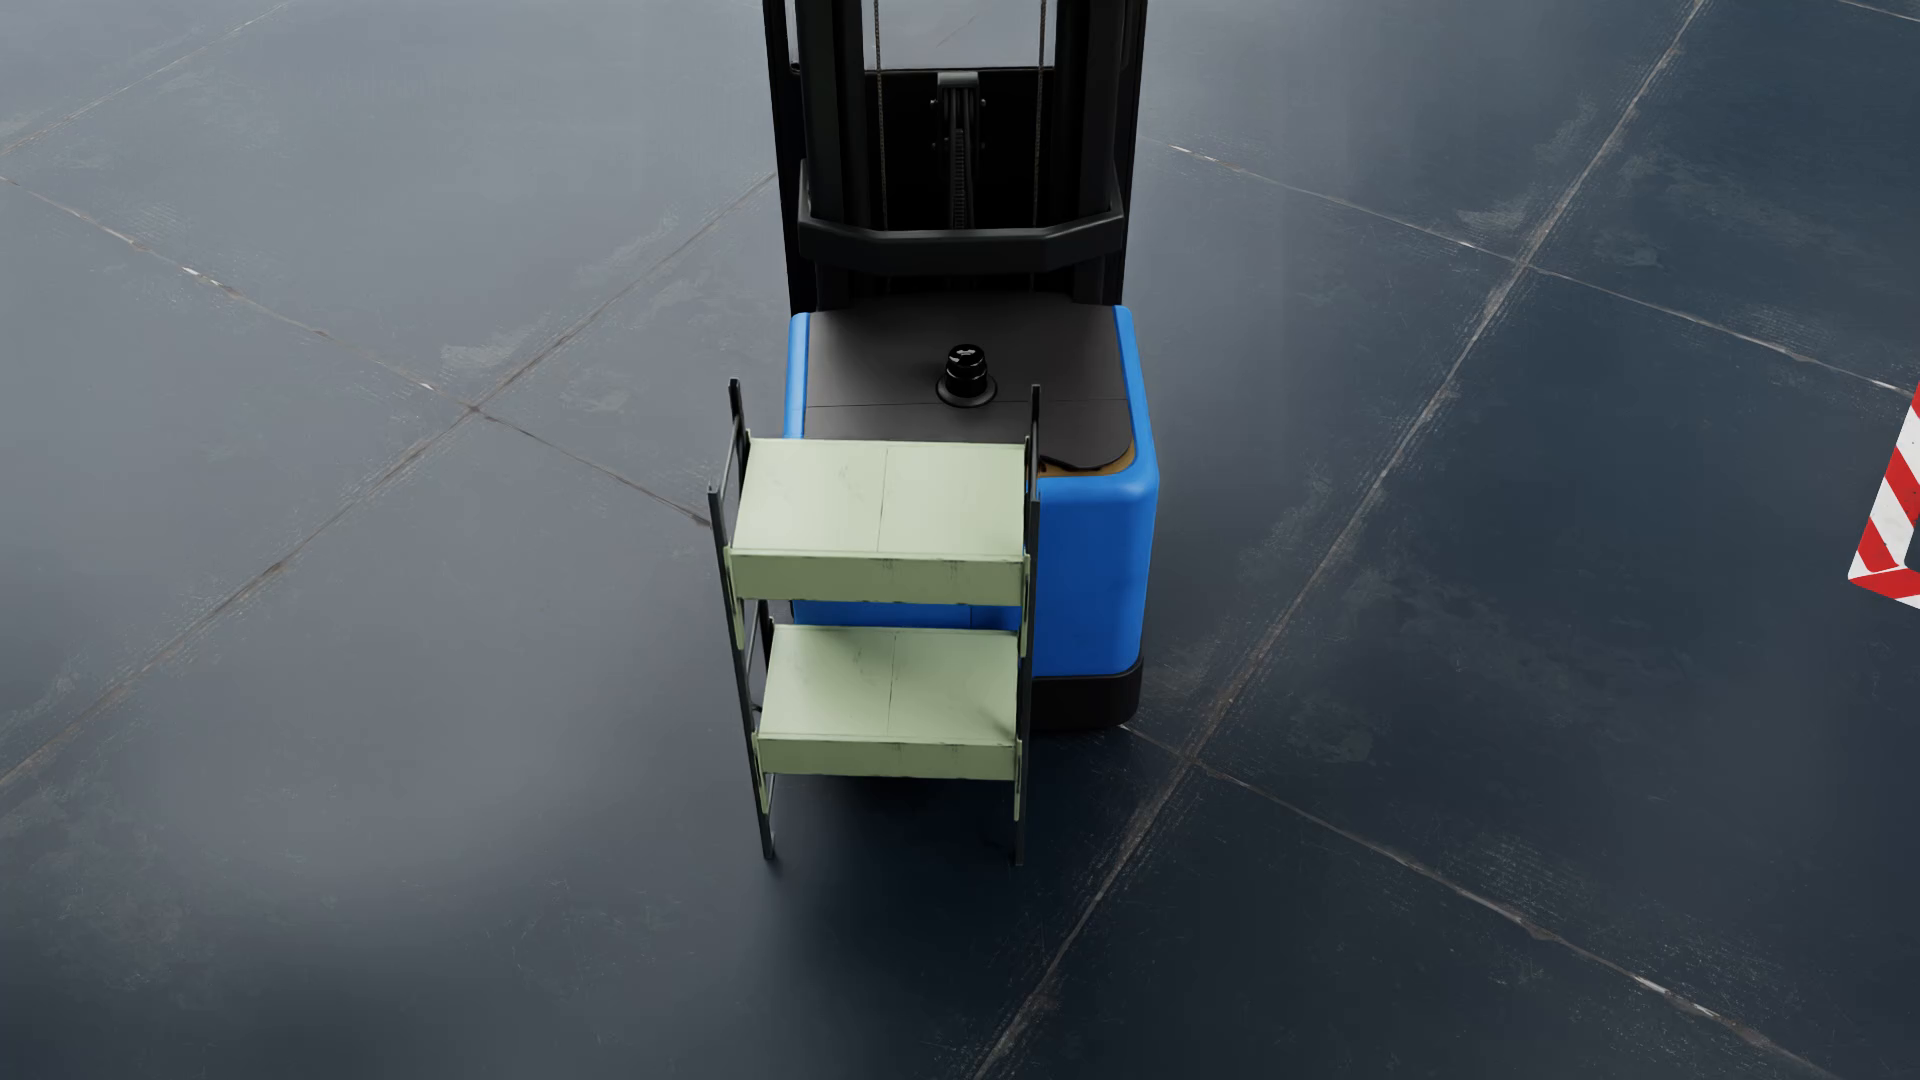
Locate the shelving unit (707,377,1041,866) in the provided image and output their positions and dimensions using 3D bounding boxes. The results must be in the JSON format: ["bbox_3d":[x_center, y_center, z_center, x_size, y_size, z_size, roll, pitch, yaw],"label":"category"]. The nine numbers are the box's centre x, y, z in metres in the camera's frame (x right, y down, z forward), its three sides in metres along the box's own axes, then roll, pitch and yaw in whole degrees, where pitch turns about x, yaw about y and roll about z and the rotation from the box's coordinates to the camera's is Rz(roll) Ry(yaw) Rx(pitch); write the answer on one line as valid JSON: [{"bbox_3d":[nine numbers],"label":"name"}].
[{"bbox_3d":[-0.188,0.276,4.433,0.755,1.500,0.431,1,46,1],"label":"shelving unit"}]

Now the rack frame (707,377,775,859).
[{"bbox_3d":[-0.554,0.267,4.442,0.023,1.500,0.400,1,46,1],"label":"rack frame"}]

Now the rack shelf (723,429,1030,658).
[{"bbox_3d":[-0.188,0.007,4.150,0.720,0.370,0.431,1,46,1],"label":"rack shelf"}]

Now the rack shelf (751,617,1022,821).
[{"bbox_3d":[-0.188,0.501,4.669,0.720,0.370,0.431,1,46,1],"label":"rack shelf"}]

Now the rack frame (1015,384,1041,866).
[{"bbox_3d":[0.178,0.286,4.424,0.023,1.500,0.400,1,46,1],"label":"rack frame"}]

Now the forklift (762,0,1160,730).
[{"bbox_3d":[-0.023,-1.471,5.136,1.130,2.935,3.031,-2,46,-1],"label":"forklift"}]
